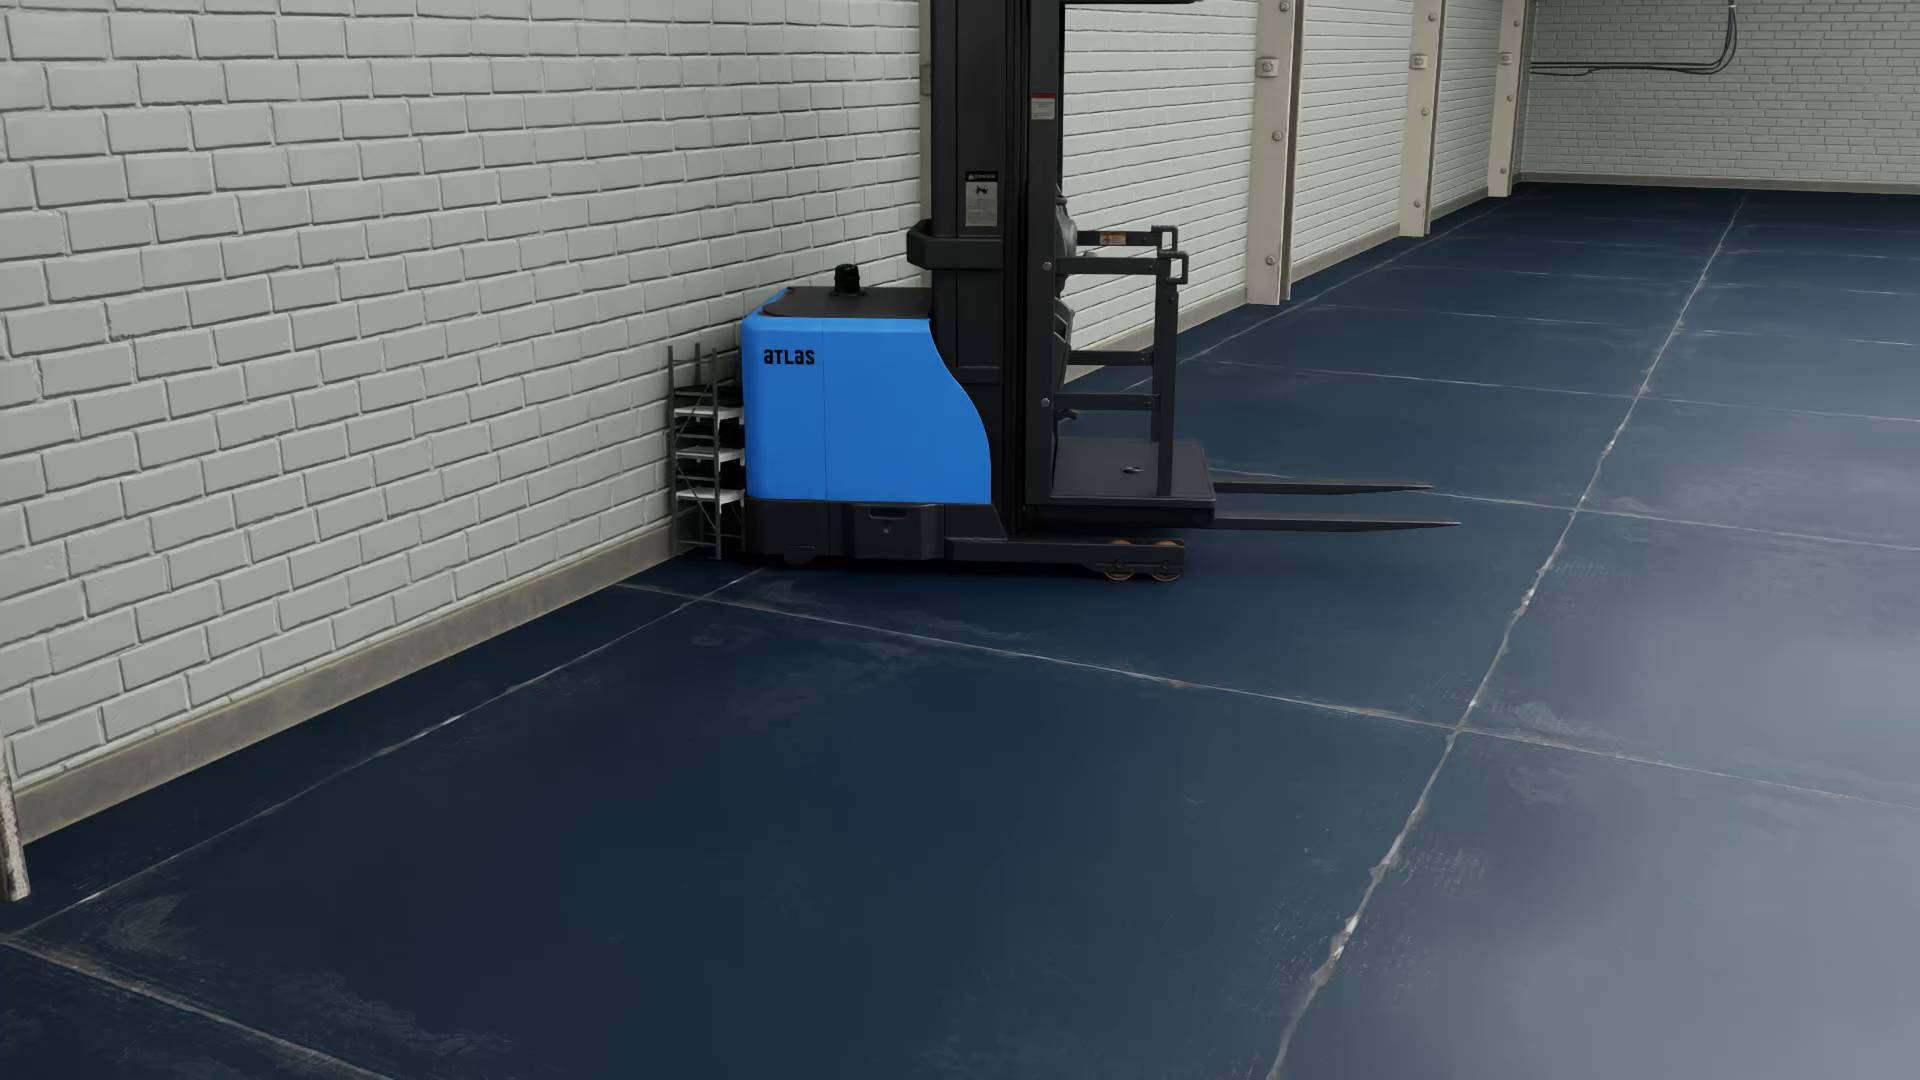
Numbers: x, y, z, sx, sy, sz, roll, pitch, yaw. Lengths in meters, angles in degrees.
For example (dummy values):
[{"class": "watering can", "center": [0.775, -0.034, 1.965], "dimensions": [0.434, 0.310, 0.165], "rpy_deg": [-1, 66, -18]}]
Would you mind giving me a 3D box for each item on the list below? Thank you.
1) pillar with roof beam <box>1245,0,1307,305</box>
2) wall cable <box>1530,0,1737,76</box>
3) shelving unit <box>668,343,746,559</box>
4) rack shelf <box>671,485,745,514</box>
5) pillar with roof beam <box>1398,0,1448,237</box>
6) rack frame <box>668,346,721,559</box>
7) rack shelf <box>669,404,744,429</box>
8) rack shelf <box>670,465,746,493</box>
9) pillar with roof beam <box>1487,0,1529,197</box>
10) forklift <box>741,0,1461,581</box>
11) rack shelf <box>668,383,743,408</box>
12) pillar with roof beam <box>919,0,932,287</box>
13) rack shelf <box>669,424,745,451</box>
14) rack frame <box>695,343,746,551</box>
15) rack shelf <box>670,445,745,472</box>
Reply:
[{"class": "pillar with roof beam", "center": [6.538, -5.861, 11.451], "dimensions": [9.100, 9.000, 0.400], "rpy_deg": [8, 18, 25]}, {"class": "wall cable", "center": [10.548, -8.559, 25.989], "dimensions": [3.097, 2.526, 0.112], "rpy_deg": [8, 18, 25]}, {"class": "shelving unit", "center": [-1.087, -0.386, 7.166], "dimensions": [0.258, 0.900, 0.210], "rpy_deg": [5, 12, 24]}, {"class": "rack shelf", "center": [-1.088, -0.176, 7.206], "dimensions": [0.258, 0.077, 0.200], "rpy_deg": [5, 12, 24]}, {"class": "pillar with roof beam", "center": [9.219, -7.389, 16.597], "dimensions": [9.100, 9.000, 0.400], "rpy_deg": [8, 18, 25]}, {"class": "rack frame", "center": [-1.130, -0.369, 7.076], "dimensions": [0.240, 0.900, 0.006], "rpy_deg": [5, 12, 24]}, {"class": "rack shelf", "center": [-1.086, -0.530, 7.139], "dimensions": [0.258, 0.077, 0.200], "rpy_deg": [5, 12, 24]}, {"class": "rack shelf", "center": [-1.088, -0.265, 7.189], "dimensions": [0.258, 0.077, 0.200], "rpy_deg": [5, 12, 24]}, {"class": "pillar with roof beam", "center": [11.900, -8.917, 21.742], "dimensions": [9.100, 9.000, 0.400], "rpy_deg": [8, 18, 25]}, {"class": "forklift", "center": [0.621, -1.390, 7.058], "dimensions": [3.031, 2.935, 1.130], "rpy_deg": [1, 17, 5]}, {"class": "rack shelf", "center": [-1.085, -0.619, 7.123], "dimensions": [0.258, 0.077, 0.200], "rpy_deg": [5, 12, 24]}, {"class": "pillar with roof beam", "center": [3.857, -4.332, 6.306], "dimensions": [9.100, 9.000, 0.400], "rpy_deg": [8, 18, 25]}, {"class": "rack shelf", "center": [-1.086, -0.442, 7.156], "dimensions": [0.258, 0.077, 0.200], "rpy_deg": [5, 12, 24]}, {"class": "rack frame", "center": [-1.044, -0.403, 7.257], "dimensions": [0.240, 0.900, 0.006], "rpy_deg": [5, 12, 24]}, {"class": "rack shelf", "center": [-1.087, -0.353, 7.173], "dimensions": [0.258, 0.077, 0.200], "rpy_deg": [5, 12, 24]}]
